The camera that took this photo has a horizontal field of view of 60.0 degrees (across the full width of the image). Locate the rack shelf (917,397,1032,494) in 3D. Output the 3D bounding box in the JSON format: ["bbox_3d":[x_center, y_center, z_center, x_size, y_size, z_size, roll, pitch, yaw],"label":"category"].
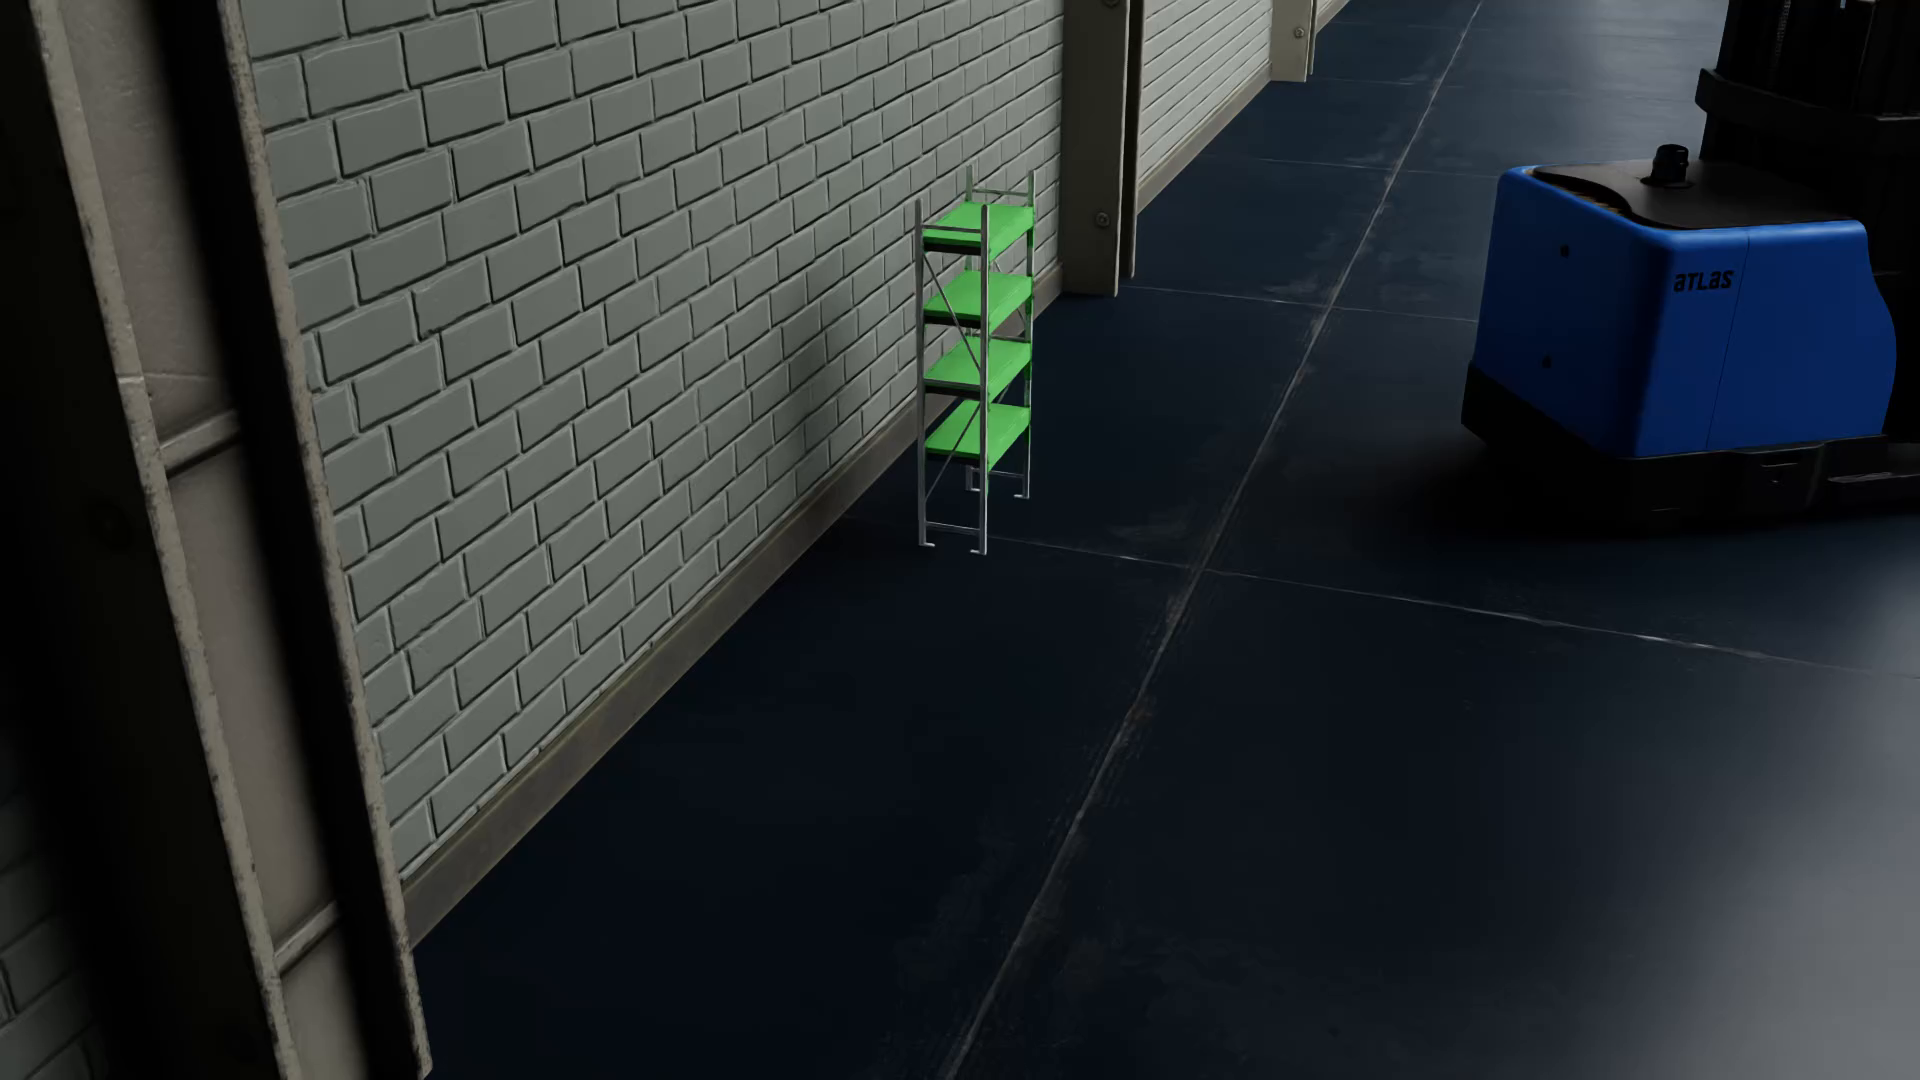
[{"bbox_3d":[0.055,-0.335,5.761,0.258,0.148,0.480,9,27,17],"label":"rack shelf"}]

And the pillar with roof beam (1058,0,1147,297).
[{"bbox_3d":[4.747,-4.734,5.201,9.100,9.000,0.400,9,27,17],"label":"pillar with roof beam"}]

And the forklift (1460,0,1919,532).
[{"bbox_3d":[3.541,-1.669,5.834,3.031,2.935,1.130,-6,26,-11],"label":"forklift"}]

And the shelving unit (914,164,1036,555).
[{"bbox_3d":[0.055,-0.608,5.629,0.258,1.200,0.503,9,27,17],"label":"shelving unit"}]

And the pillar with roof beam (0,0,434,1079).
[{"bbox_3d":[2.751,-2.268,0.108,9.100,9.000,0.400,9,27,17],"label":"pillar with roof beam"}]

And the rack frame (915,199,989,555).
[{"bbox_3d":[-0.026,-0.508,5.422,0.240,1.200,0.015,9,27,17],"label":"rack frame"}]

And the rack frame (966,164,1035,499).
[{"bbox_3d":[0.136,-0.708,5.836,0.240,1.200,0.015,9,27,17],"label":"rack frame"}]

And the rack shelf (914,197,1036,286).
[{"bbox_3d":[0.055,-0.983,5.448,0.258,0.148,0.480,9,27,17],"label":"rack shelf"}]

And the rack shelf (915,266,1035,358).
[{"bbox_3d":[0.055,-0.767,5.552,0.258,0.148,0.480,9,27,17],"label":"rack shelf"}]

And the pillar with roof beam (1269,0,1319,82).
[{"bbox_3d":[6.744,-7.200,10.293,9.100,9.000,0.400,9,27,17],"label":"pillar with roof beam"}]

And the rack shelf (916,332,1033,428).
[{"bbox_3d":[0.055,-0.551,5.657,0.258,0.148,0.480,9,27,17],"label":"rack shelf"}]
